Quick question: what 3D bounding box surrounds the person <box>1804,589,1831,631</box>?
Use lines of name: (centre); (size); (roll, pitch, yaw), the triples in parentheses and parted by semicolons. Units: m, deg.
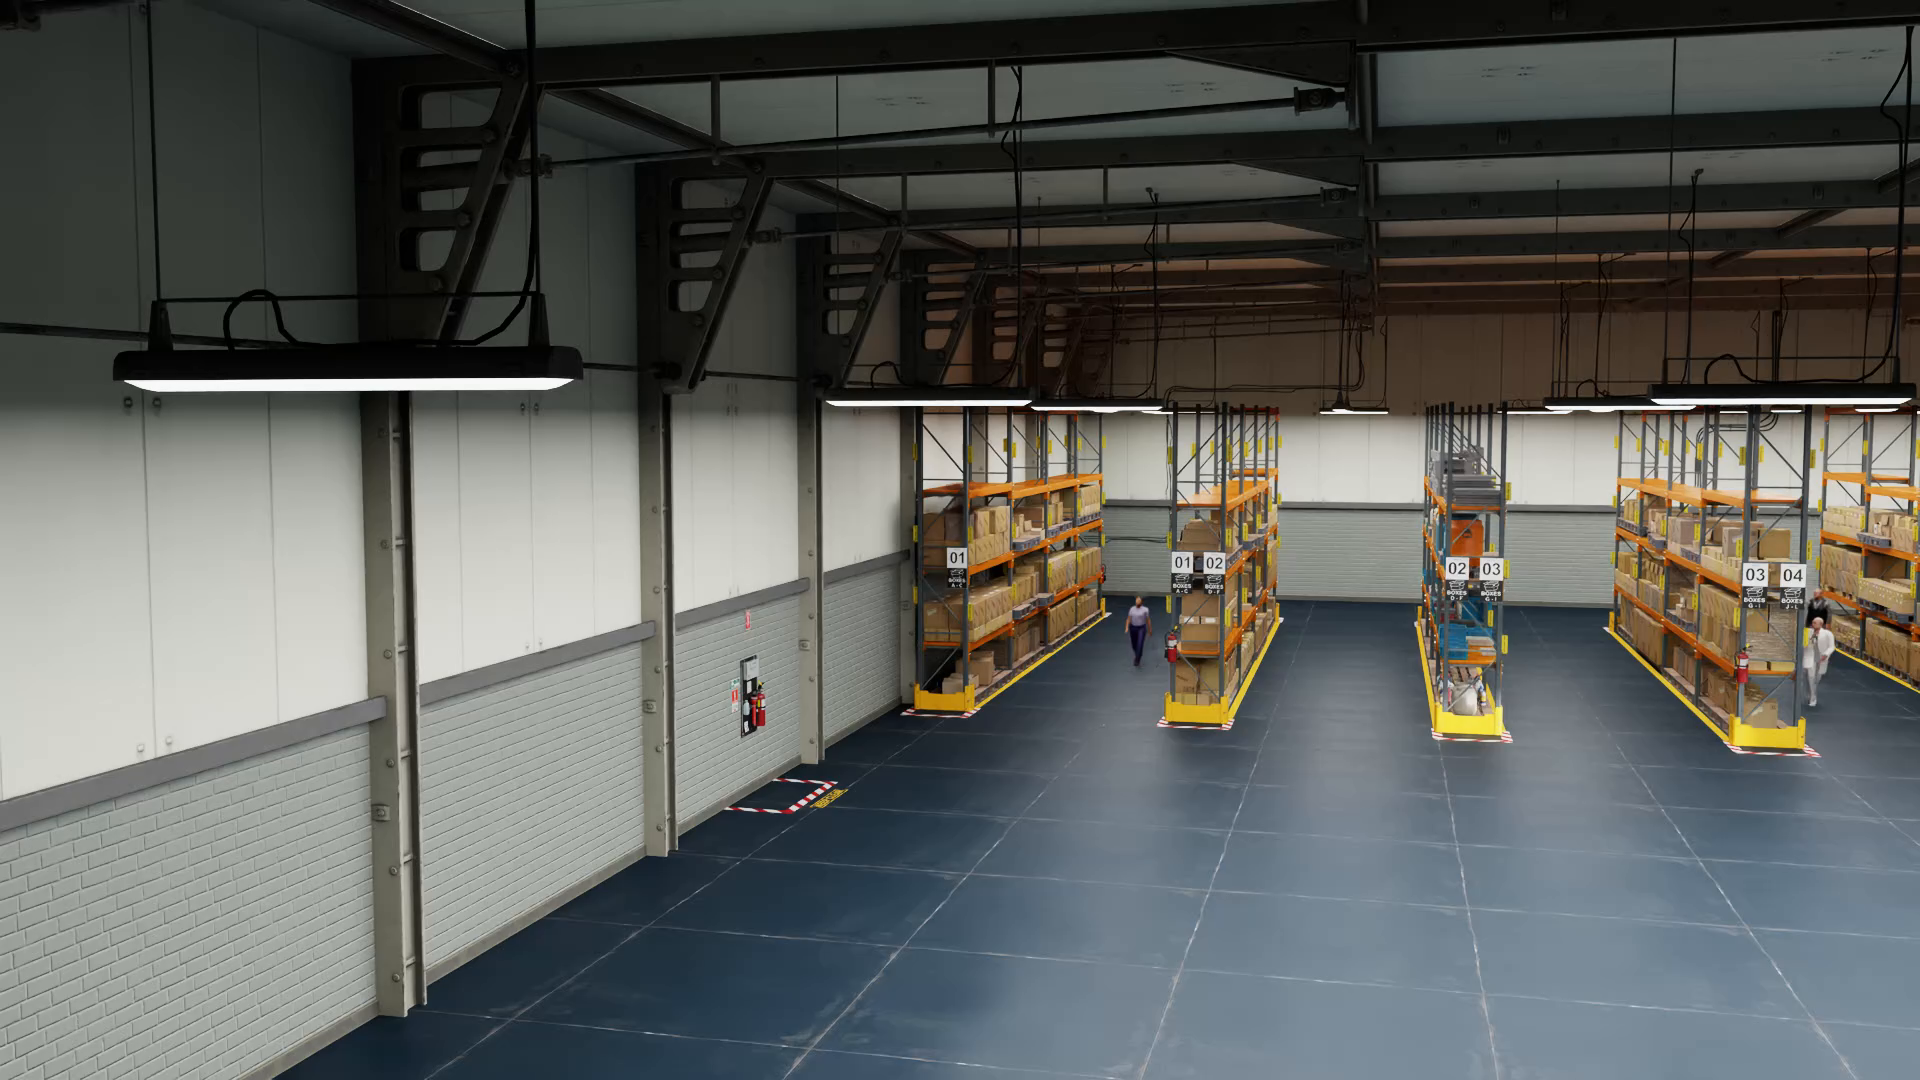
person: (20.159, 1.945, 39.155); (0.619, 1.613, 0.864); (1, 4, 16)

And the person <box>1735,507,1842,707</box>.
person: (21.214, 1.219, 40.572); (5.239, 3.171, 17.198); (1, 4, 13)

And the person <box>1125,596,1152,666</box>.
person: (4.129, 2.093, 38.457); (0.560, 1.578, 1.048); (2, 5, 24)
